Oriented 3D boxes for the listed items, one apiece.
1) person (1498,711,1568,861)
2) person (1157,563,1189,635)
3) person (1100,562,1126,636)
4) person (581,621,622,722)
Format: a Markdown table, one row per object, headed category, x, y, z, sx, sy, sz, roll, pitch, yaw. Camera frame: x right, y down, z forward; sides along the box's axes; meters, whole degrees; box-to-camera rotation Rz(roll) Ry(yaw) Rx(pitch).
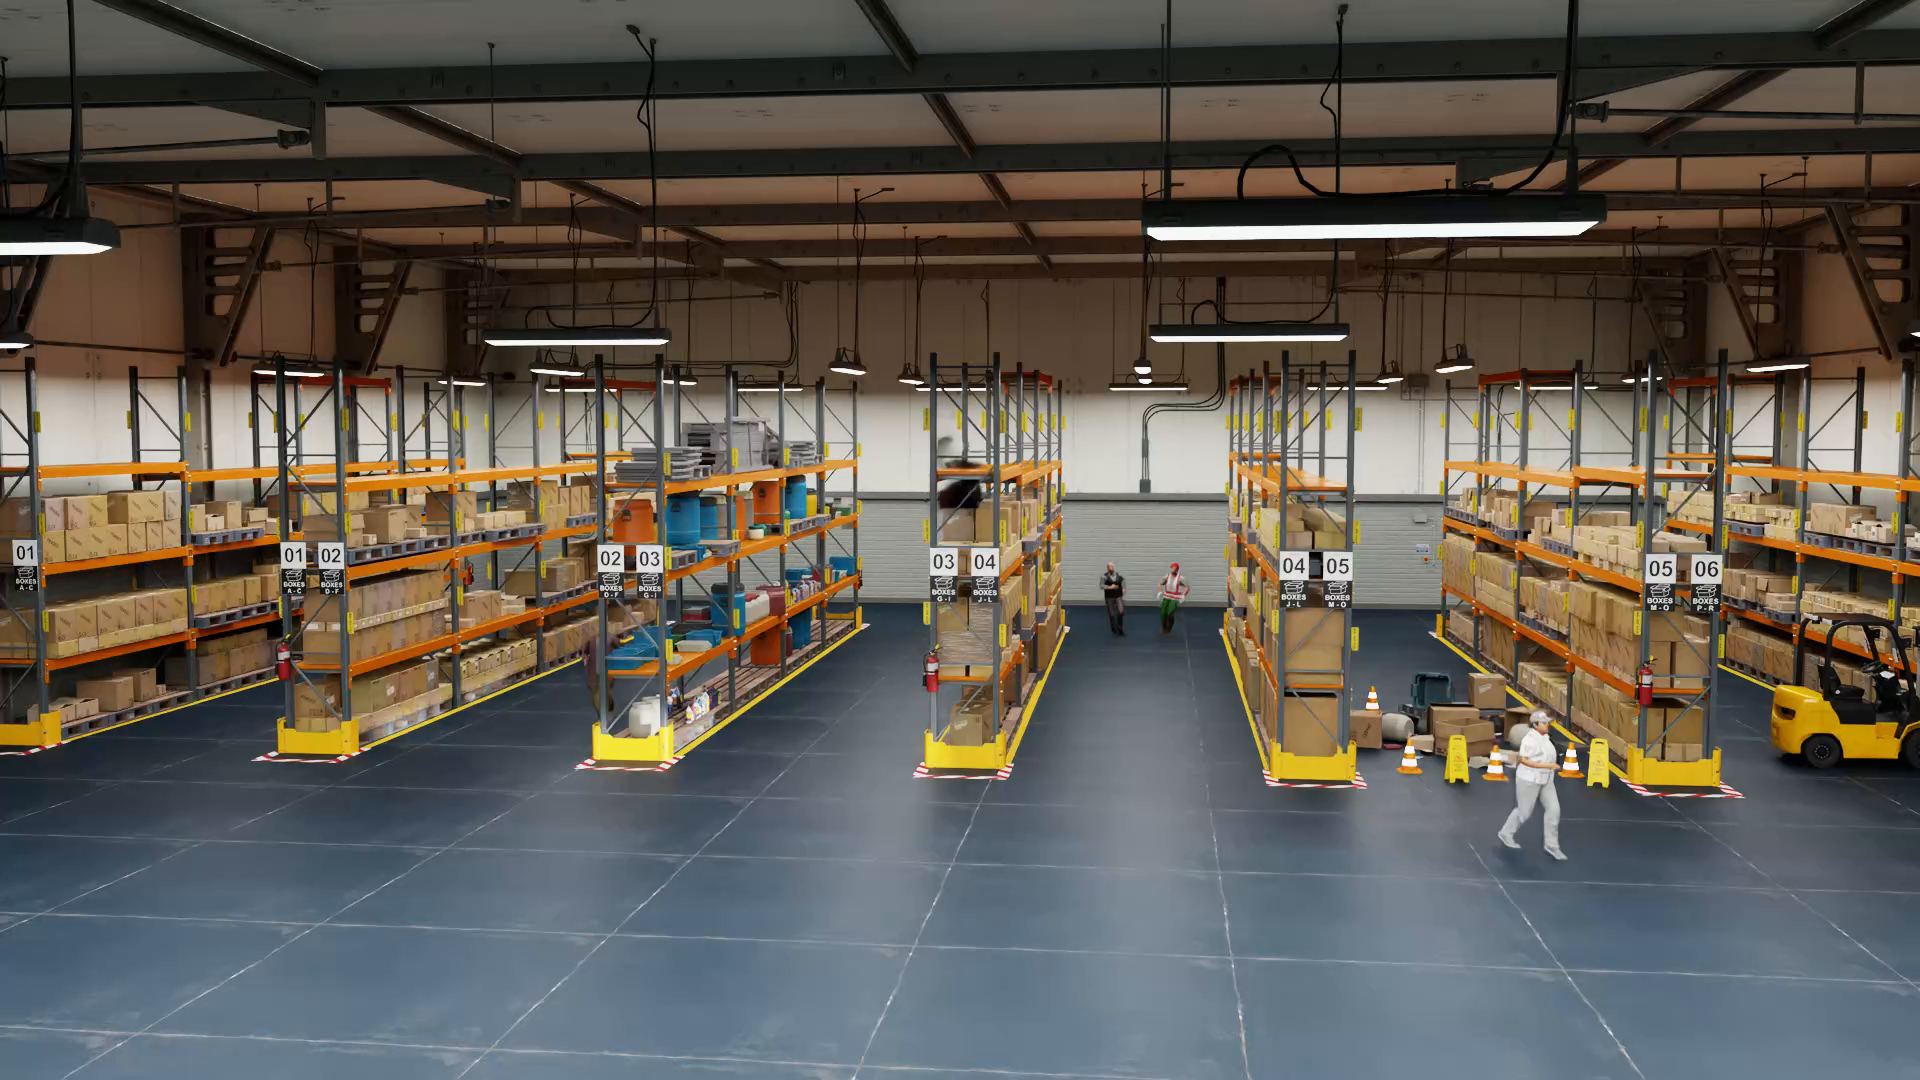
| category | x | y | z | sx | sy | sz | roll | pitch | yaw |
| --- | --- | --- | --- | --- | --- | --- | --- | --- | --- |
| person | 6.622 | 2.822 | 19.215 | 0.591 | 1.714 | 0.784 | -3 | 5 | -37 |
| person | 4.951 | 1.385 | 38.931 | 0.717 | 1.717 | 0.494 | 2 | 5 | 29 |
| person | 3.601 | 1.406 | 39.153 | 0.634 | 1.760 | 0.659 | 0 | 4 | 3 |
| person | -5.915 | 2.194 | 27.383 | 0.703 | 1.729 | 0.651 | 0 | 4 | 3 |
